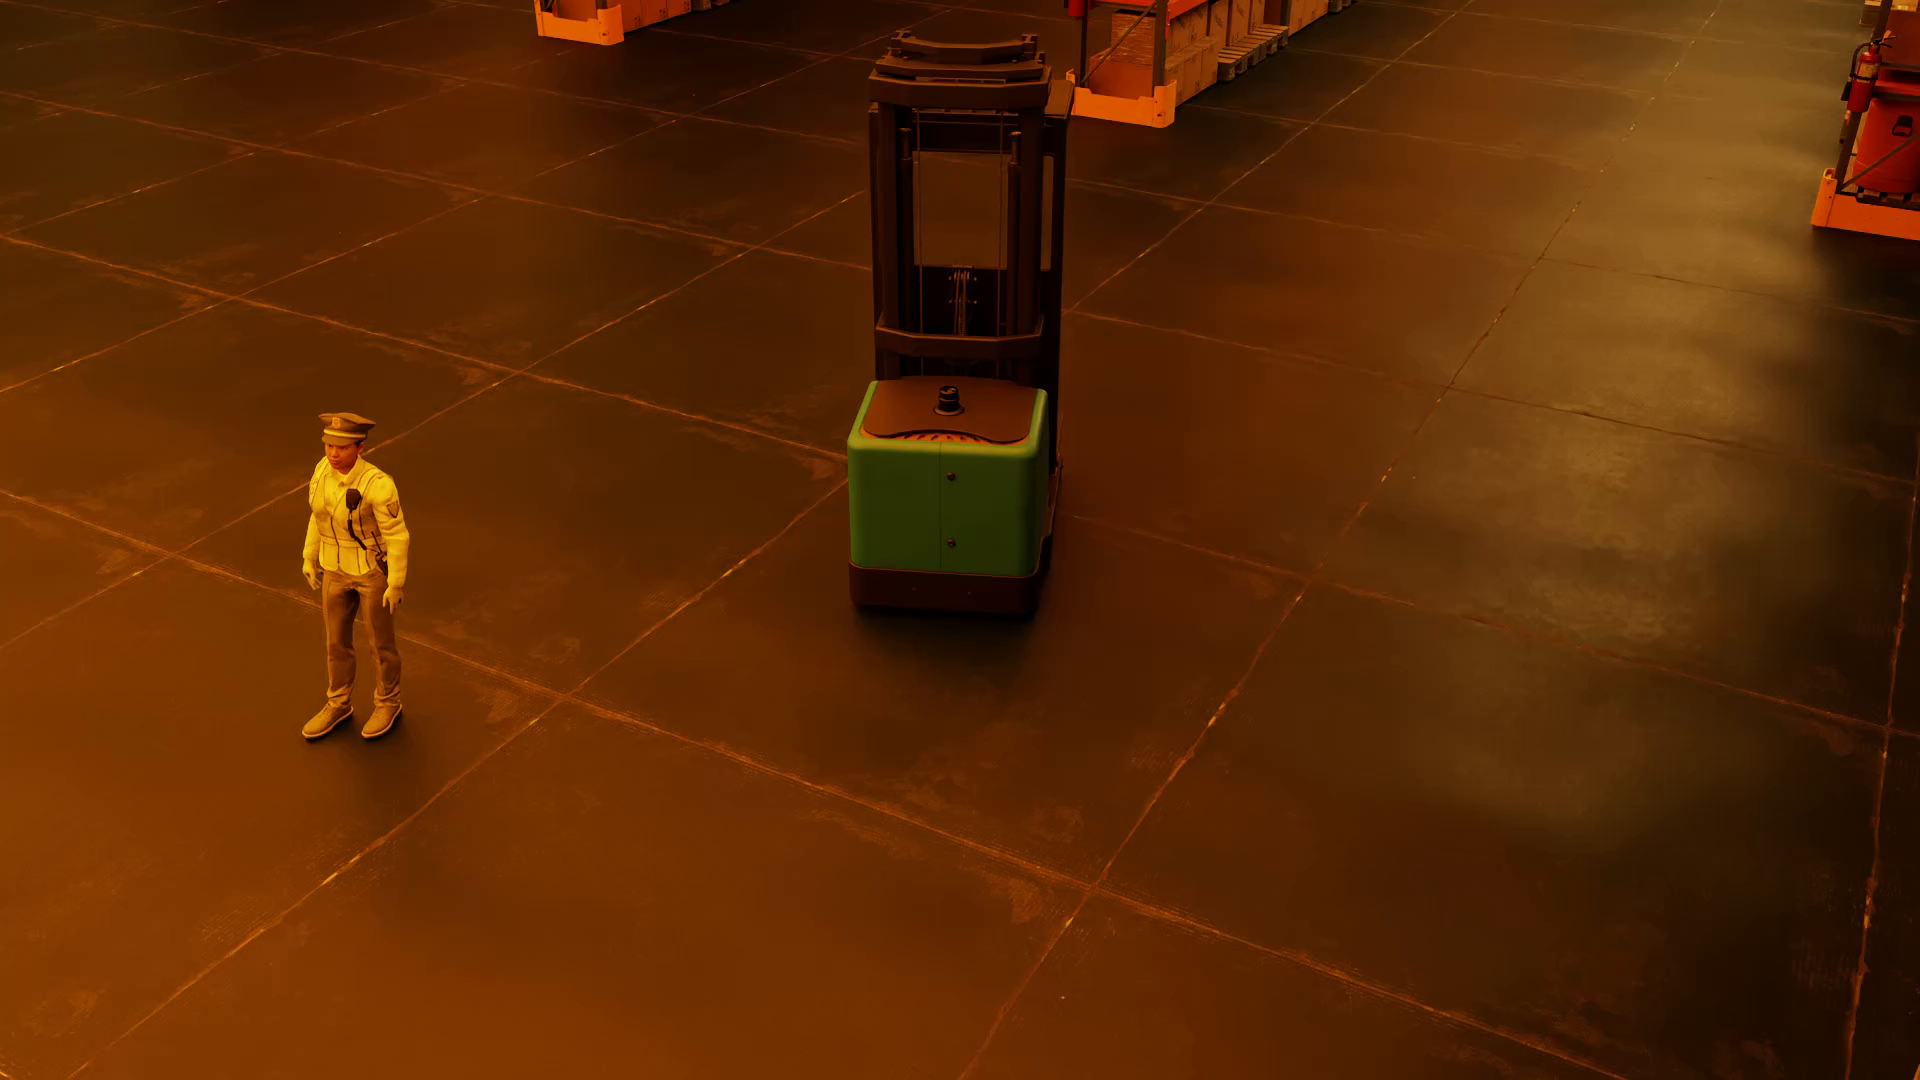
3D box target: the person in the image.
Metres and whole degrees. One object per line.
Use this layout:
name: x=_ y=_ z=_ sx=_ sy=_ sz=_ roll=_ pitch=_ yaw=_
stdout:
person: x=-2.928 y=0.181 z=7.978 sx=0.588 sy=1.696 sz=0.534 roll=11 pitch=32 yaw=19

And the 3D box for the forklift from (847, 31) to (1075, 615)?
forklift: x=0.072 y=-1.572 z=9.794 sx=1.130 sy=2.935 sz=3.031 roll=3 pitch=30 yaw=6
